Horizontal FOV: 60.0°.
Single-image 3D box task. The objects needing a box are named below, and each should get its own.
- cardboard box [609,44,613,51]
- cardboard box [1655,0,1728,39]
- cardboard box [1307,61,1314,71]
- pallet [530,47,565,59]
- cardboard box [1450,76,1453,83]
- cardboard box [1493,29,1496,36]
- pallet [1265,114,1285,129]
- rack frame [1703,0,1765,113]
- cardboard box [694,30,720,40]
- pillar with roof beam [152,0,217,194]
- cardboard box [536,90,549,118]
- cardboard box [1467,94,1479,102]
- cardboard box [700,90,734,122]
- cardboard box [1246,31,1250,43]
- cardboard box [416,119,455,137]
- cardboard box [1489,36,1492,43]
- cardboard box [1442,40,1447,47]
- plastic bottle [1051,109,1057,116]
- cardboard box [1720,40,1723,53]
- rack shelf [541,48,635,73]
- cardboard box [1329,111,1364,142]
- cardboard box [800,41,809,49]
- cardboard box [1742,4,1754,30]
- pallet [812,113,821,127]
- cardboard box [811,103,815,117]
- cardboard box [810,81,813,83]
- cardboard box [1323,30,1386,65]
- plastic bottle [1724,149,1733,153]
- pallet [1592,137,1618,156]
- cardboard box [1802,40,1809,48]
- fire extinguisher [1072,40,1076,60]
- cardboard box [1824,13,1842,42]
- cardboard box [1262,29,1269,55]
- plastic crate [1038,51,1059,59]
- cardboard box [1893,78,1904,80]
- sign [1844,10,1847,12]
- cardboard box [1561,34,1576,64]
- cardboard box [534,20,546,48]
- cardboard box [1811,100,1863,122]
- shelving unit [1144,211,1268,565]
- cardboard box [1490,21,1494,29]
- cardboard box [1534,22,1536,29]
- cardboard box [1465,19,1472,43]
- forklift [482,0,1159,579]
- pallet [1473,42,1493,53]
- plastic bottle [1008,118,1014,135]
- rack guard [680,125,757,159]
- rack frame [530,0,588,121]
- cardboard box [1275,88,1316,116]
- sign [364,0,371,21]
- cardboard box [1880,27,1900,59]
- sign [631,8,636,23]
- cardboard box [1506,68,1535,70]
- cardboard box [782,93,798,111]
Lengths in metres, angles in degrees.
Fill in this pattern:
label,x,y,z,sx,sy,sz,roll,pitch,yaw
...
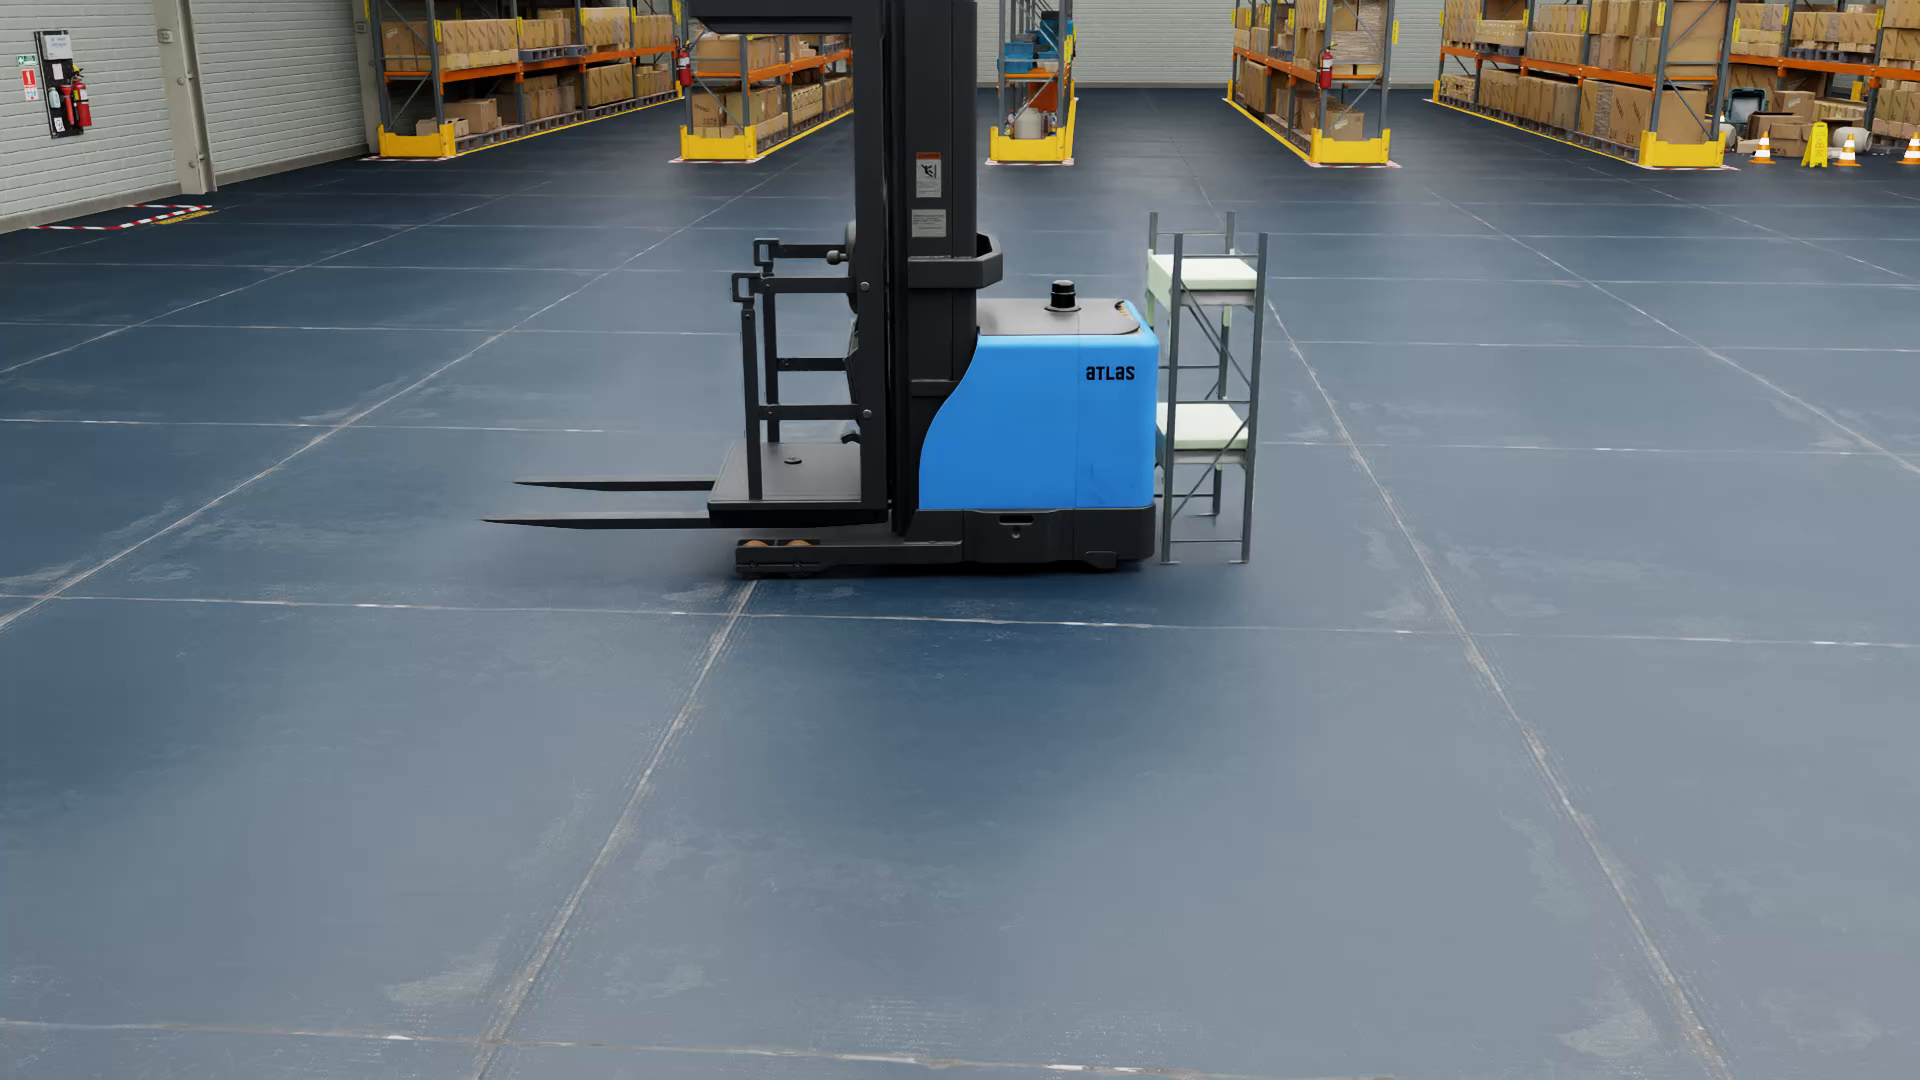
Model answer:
label,x,y,z,sx,sy,sz,roll,pitch,yaw
cardboard box,-7.792,-10.738,36.246,0.380,0.149,0.250,1,18,2
cardboard box,11.052,-7.850,25.089,0.875,0.550,0.550,1,18,4
cardboard box,5.864,-7.736,27.117,0.380,0.149,0.250,1,18,4
pallet,-8.303,-9.403,32.111,1.003,0.211,1.213,1,18,4
cardboard box,11.776,-10.851,39.169,0.380,0.149,0.250,0,18,1
cardboard box,11.250,-10.502,34.408,0.380,0.149,0.250,1,18,3
pallet,6.562,-8.211,32.641,1.003,0.211,1.213,1,18,4
rack frame,16.791,-10.799,36.064,1.000,3.000,0.127,1,18,4
cardboard box,-3.997,-7.995,26.302,0.380,0.149,0.250,1,18,3
pillar with roof beam,-5.724,-8.753,20.185,9.100,9.000,0.400,1,18,4
cardboard box,-8.389,-8.437,32.162,0.700,0.500,0.500,1,18,5
cardboard box,11.535,-9.853,37.079,0.380,0.149,0.250,2,18,5
cardboard box,-4.035,-7.249,27.767,0.500,0.500,0.500,1,18,4
cardboard box,6.677,-11.234,37.152,0.500,0.250,0.500,1,18,3
cardboard box,-8.636,-6.770,27.377,0.500,0.311,0.500,-1,18,-2
cardboard box,11.271,-10.441,34.699,0.380,0.149,0.250,1,18,3
cardboard box,11.783,-11.908,39.851,0.380,0.149,0.250,1,18,3
plastic bottle,1.634,-7.390,29.208,0.144,0.351,0.185,1,18,2
cardboard box,16.461,-10.437,35.198,0.500,0.250,0.500,1,18,3
rack shelf,-8.058,-10.389,35.968,1.077,0.370,4.000,1,18,4
cardboard box,6.108,-6.499,26.279,0.500,0.500,0.500,5,19,14
cardboard box,-3.330,-9.846,33.298,0.500,0.311,0.500,2,18,7
cardboard box,16.395,-10.717,34.045,0.500,0.500,0.500,1,18,3
pallet,-3.359,-8.421,33.283,1.003,0.211,1.213,1,18,4
cardboard box,-3.128,-8.408,32.508,0.500,0.250,0.500,2,18,5
cardboard box,-3.390,-9.478,35.340,0.500,0.500,0.500,1,18,2
cardboard box,6.113,-7.653,25.822,0.875,0.500,0.500,1,18,4
plastic bottle,12.564,-6.407,27.377,0.283,0.061,0.133,-5,19,-15
pallet,11.056,-6.454,27.282,1.003,0.211,1.213,1,18,4
cardboard box,16.176,-9.369,31.429,0.380,0.149,0.250,0,18,0
fire extinguisher,2.717,-12.196,41.050,0.296,0.674,0.183,1,18,4
cardboard box,16.136,-9.329,30.263,0.500,0.500,0.500,1,18,2
cardboard box,6.450,-10.139,33.889,0.500,0.500,0.500,1,18,3
plastic crate,1.584,-8.226,28.449,0.499,0.251,0.616,1,18,4
cardboard box,21.653,-10.329,37.969,0.500,0.500,0.500,2,18,5
sign,17.046,-10.060,32.077,0.100,0.325,0.005,1,18,4
cardboard box,11.080,-8.766,29.699,0.500,0.500,0.500,1,18,3
cardboard box,-8.355,-9.660,31.720,0.700,0.500,0.500,4,19,11
cardboard box,16.409,-8.103,31.381,0.950,0.372,0.625,1,18,3
shelving unit,1.107,-0.720,7.712,0.431,1.500,0.755,-1,18,-2
cardboard box,11.268,-10.728,34.619,0.380,0.149,0.250,2,18,6
cardboard box,11.862,-10.464,33.815,0.380,0.149,0.250,2,18,6
cardboard box,11.638,-11.385,37.213,0.500,0.500,0.500,1,18,2
forklift,-0.647,-1.388,7.451,3.031,2.935,1.130,0,18,-1
pallet,11.647,-10.553,35.621,1.003,0.211,1.213,1,18,4
plastic bottle,0.846,-6.977,28.066,0.152,0.276,0.135,1,18,4
rack guard,-3.836,-6.321,26.410,1.175,0.500,0.348,1,18,4
rack frame,-8.202,-10.110,33.960,1.000,3.000,0.127,1,18,4
cardboard box,6.592,-8.591,32.632,0.700,0.500,0.500,0,18,1
sign,-9.327,-8.344,26.205,0.100,0.325,0.005,1,18,4
cardboard box,15.908,-8.373,28.021,0.500,0.500,0.500,1,18,4
sign,-7.373,-11.856,37.556,0.100,0.325,0.005,1,18,4
cardboard box,12.045,-10.010,35.789,0.500,0.250,0.500,1,18,2
cardboard box,-3.269,-8.040,30.485,0.500,0.311,0.500,1,18,4
